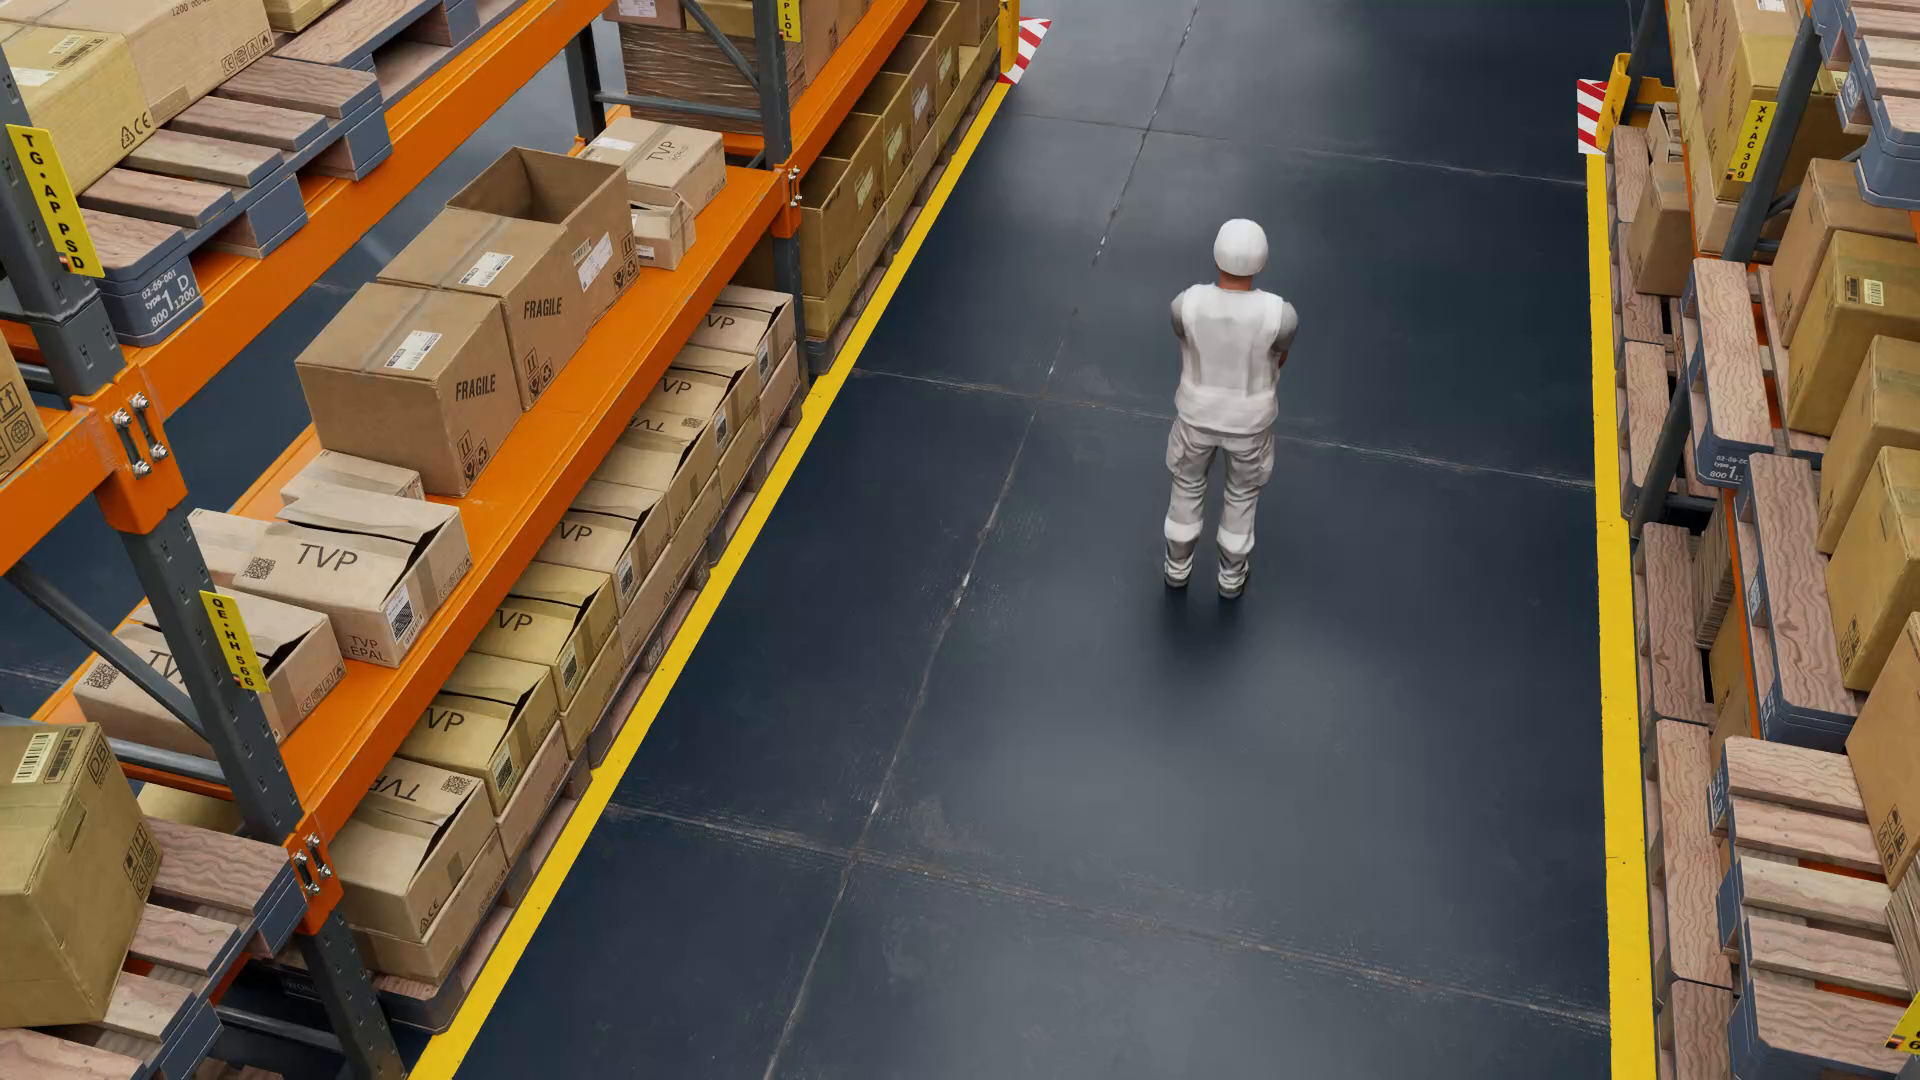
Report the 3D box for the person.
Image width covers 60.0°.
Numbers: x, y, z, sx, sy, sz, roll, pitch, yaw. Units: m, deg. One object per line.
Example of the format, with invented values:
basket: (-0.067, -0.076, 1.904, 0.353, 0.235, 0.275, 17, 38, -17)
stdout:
person: (1.089, -0.577, 6.811, 0.495, 1.786, 0.559, 10, 42, 11)
